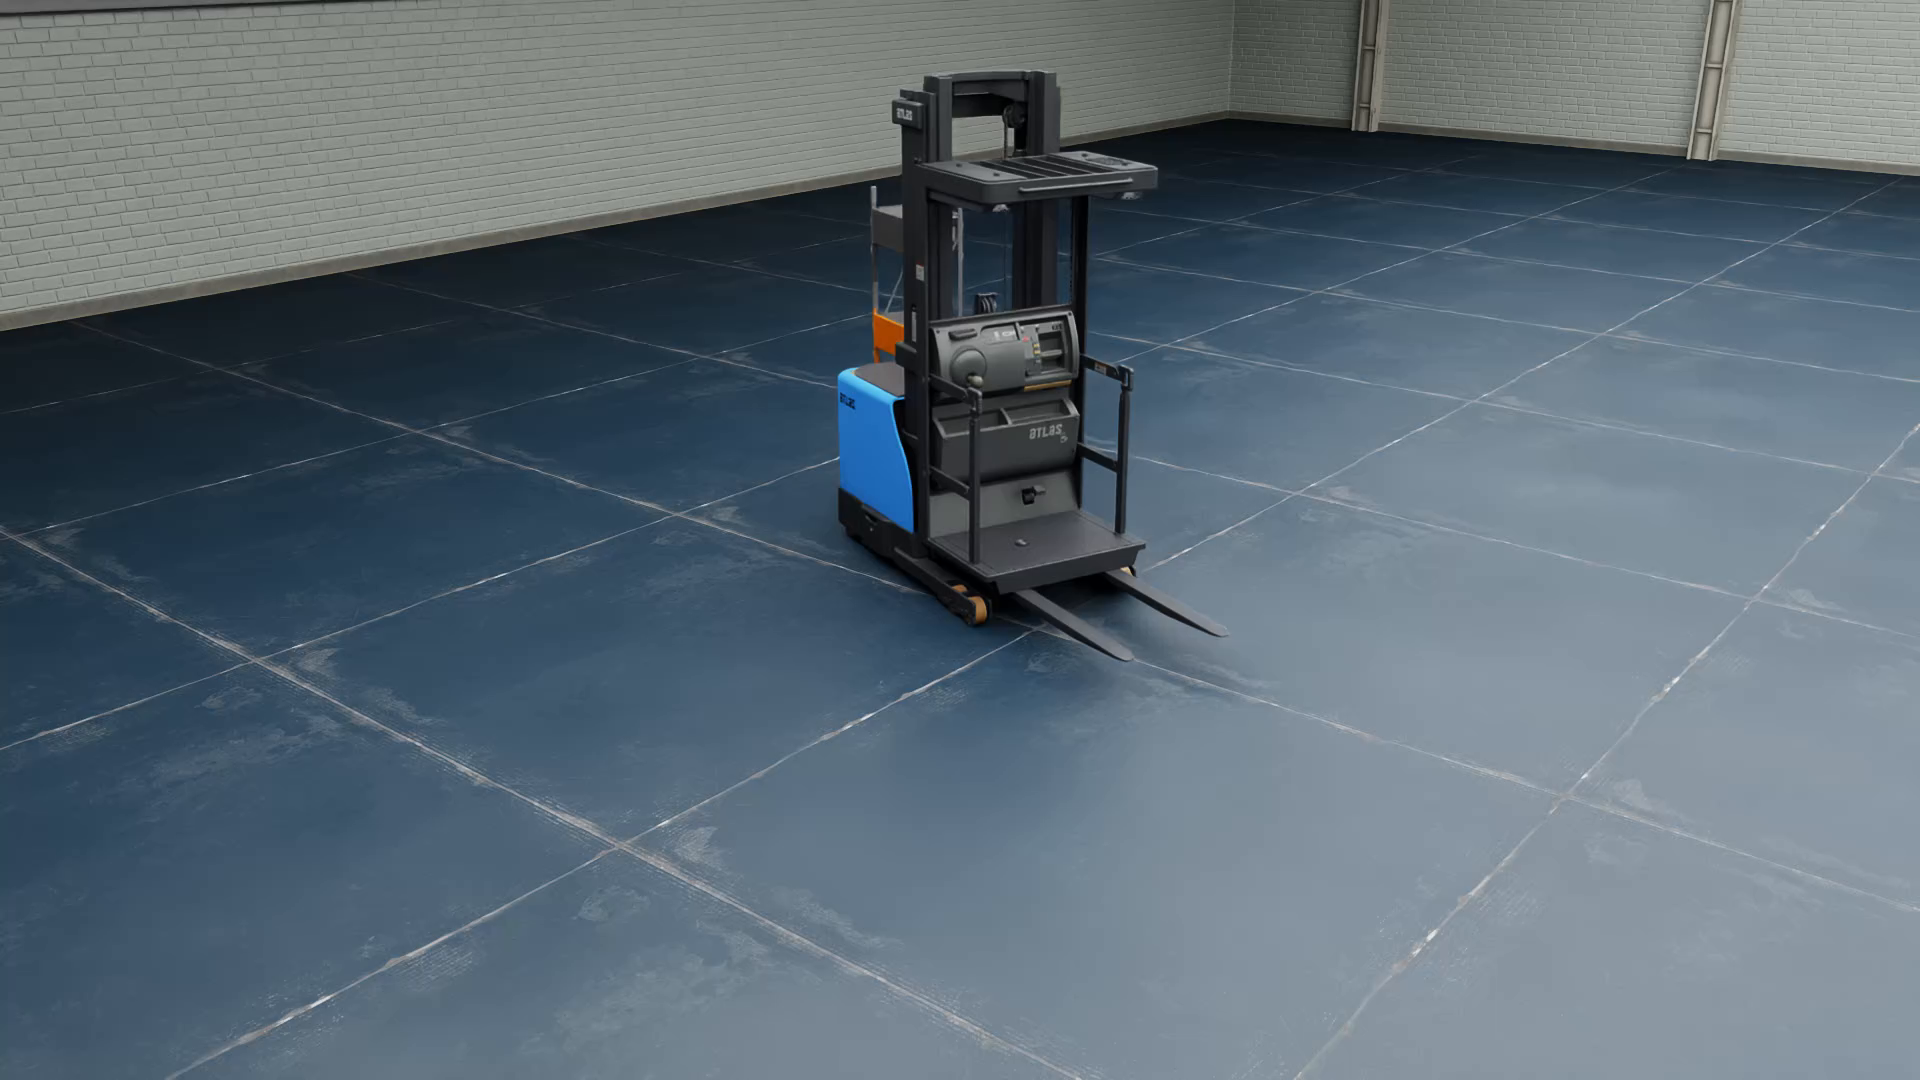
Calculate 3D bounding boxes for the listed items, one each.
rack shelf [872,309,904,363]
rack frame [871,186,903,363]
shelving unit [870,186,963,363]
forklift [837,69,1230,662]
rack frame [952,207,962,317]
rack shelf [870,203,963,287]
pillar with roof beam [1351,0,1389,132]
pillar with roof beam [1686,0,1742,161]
[{"bbox_3d":[-0.283,-1.262,11.077,0.431,0.518,0.480,-11,23,-28],"label":"rack shelf"},{"bbox_3d":[-0.404,-1.349,11.270,0.400,2.100,0.015,-11,23,-28],"label":"rack frame"},{"bbox_3d":[-0.283,-1.274,11.072,0.431,2.100,0.503,-11,23,-28],"label":"shelving unit"},{"bbox_3d":[0.378,-1.074,9.361,1.130,2.935,3.031,-11,23,-28],"label":"forklift"},{"bbox_3d":[-0.162,-1.200,10.873,0.400,2.100,0.015,-11,23,-28],"label":"rack frame"},{"bbox_3d":[-0.283,-1.917,10.830,0.431,0.518,0.480,-11,23,-28],"label":"rack shelf"},{"bbox_3d":[4.761,-10.606,26.040,0.400,9.000,9.100,16,26,36],"label":"pillar with roof beam"},{"bbox_3d":[9.410,-9.267,22.490,0.400,9.000,9.100,16,26,36],"label":"pillar with roof beam"}]
